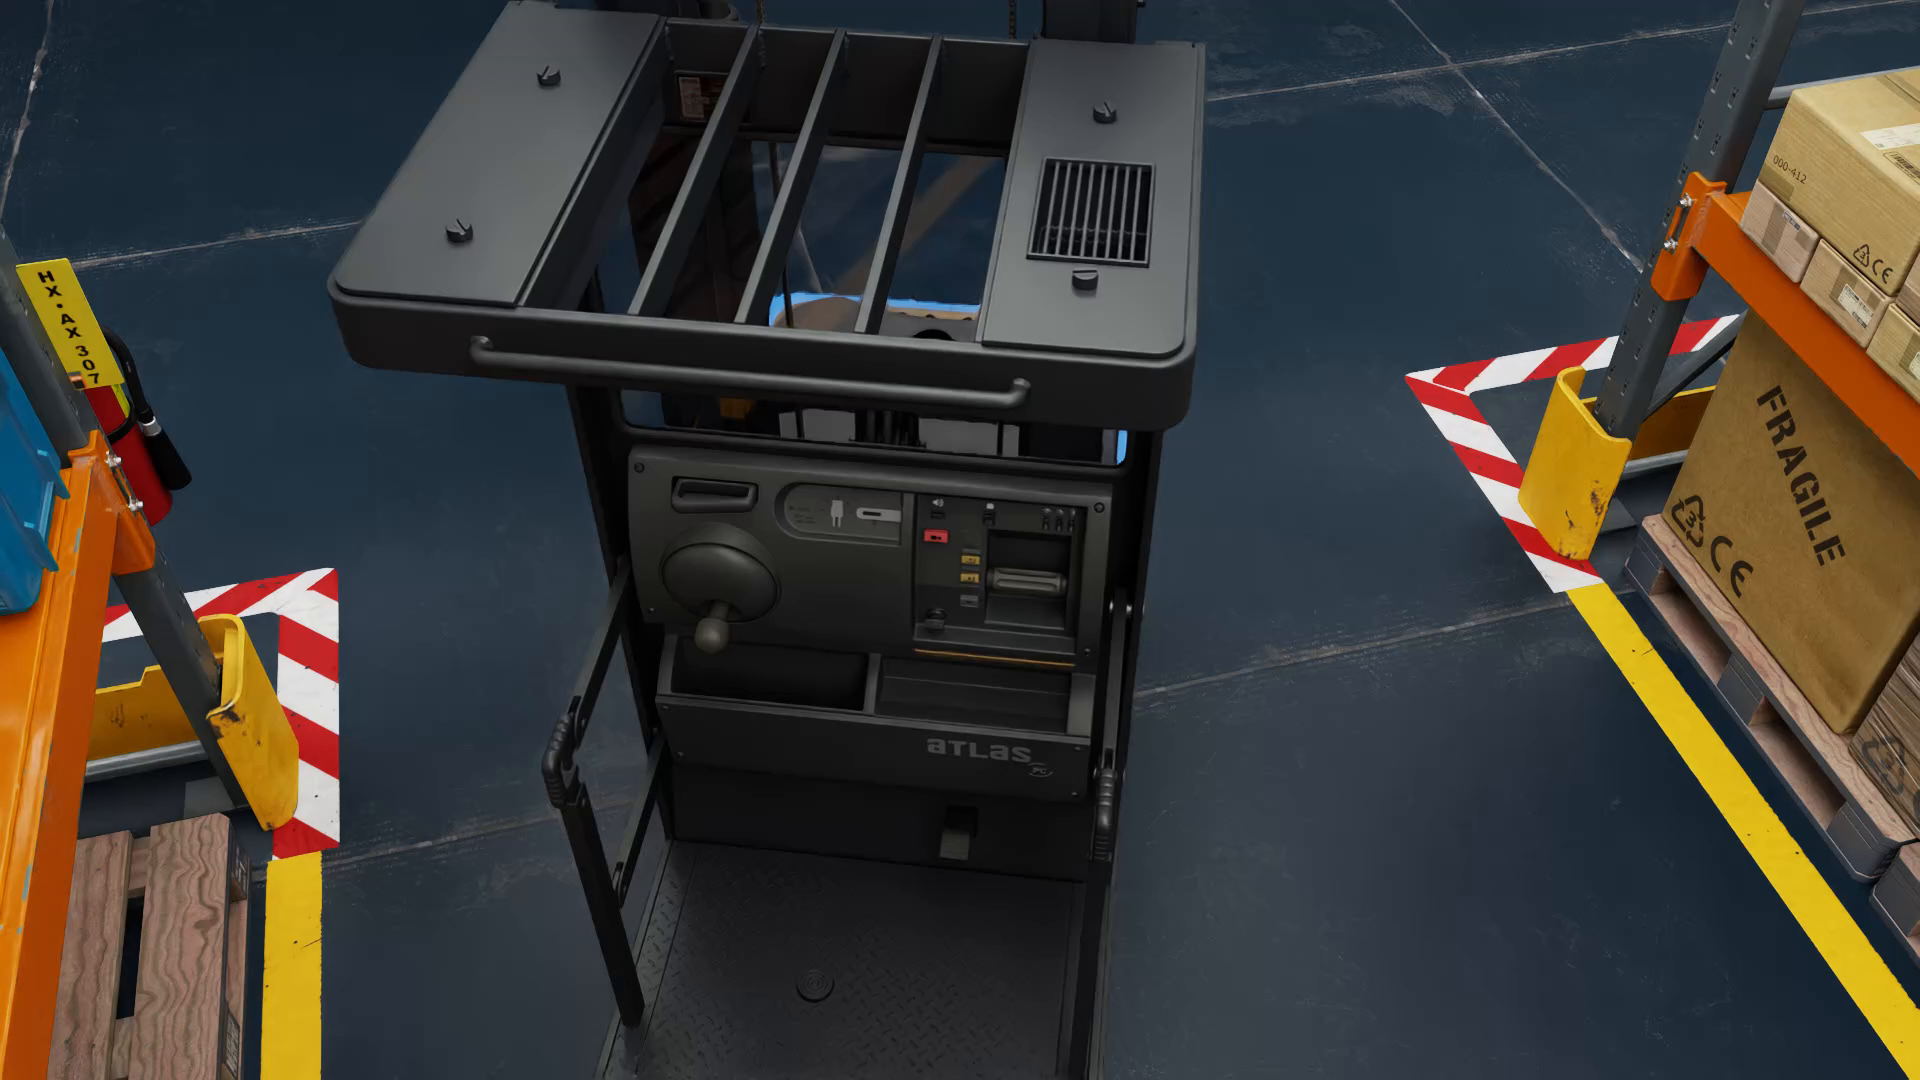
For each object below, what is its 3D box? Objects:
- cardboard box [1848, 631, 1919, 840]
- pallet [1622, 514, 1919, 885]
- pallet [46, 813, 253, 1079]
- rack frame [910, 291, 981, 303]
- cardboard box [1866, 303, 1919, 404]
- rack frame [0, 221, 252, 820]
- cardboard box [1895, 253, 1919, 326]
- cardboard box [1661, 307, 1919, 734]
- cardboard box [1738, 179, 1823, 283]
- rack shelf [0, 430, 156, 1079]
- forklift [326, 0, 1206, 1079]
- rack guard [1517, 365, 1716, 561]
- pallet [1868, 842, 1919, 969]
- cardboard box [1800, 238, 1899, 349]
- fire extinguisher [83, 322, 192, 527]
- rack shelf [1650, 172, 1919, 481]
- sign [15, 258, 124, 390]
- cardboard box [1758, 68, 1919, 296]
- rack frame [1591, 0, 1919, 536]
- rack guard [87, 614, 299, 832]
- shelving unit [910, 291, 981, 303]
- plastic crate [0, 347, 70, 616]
[{"bbox_3d":[2.879,0.469,3.884,0.875,0.875,0.875,-11,47,-10],"label":"cardboard box"},{"bbox_3d":[2.685,0.330,4.778,1.003,0.211,1.213,-11,47,-10],"label":"pallet"},{"bbox_3d":[-2.210,1.275,3.853,1.003,0.211,1.213,-11,47,-10],"label":"pallet"},{"bbox_3d":[-0.021,-0.397,5.009,0.240,0.900,0.006,-9,46,-8],"label":"rack frame"},{"bbox_3d":[2.309,-0.436,3.753,0.380,0.149,0.250,-12,47,-11],"label":"cardboard box"},{"bbox_3d":[-2.383,-0.278,3.422,1.000,3.000,0.127,-11,47,-10],"label":"rack frame"},{"bbox_3d":[2.406,-0.496,3.533,0.500,0.250,0.500,-11,47,-11],"label":"cardboard box"},{"bbox_3d":[2.646,-0.159,4.500,0.875,0.875,0.875,-11,47,-10],"label":"cardboard box"},{"bbox_3d":[2.176,-0.790,4.100,0.380,0.149,0.250,-10,46,-10],"label":"cardboard box"},{"bbox_3d":[-1.871,1.355,2.326,1.077,0.370,4.000,-11,47,-10],"label":"rack shelf"},{"bbox_3d":[-0.204,0.141,3.059,1.130,2.935,3.031,5,46,5],"label":"forklift"},{"bbox_3d":[2.398,-0.325,5.218,1.175,0.500,0.348,-11,47,-10],"label":"rack guard"},{"bbox_3d":[2.994,1.171,3.954,1.003,0.211,1.213,-11,47,-10],"label":"pallet"},{"bbox_3d":[2.244,-0.613,3.926,0.380,0.149,0.250,-11,47,-11],"label":"cardboard box"},{"bbox_3d":[-1.983,-0.307,3.766,0.296,0.674,0.183,-11,47,-10],"label":"fire extinguisher"},{"bbox_3d":[2.917,0.449,3.213,1.077,0.370,4.000,-11,47,-10],"label":"rack shelf"},{"bbox_3d":[-1.856,-0.447,3.473,0.100,0.325,0.005,-11,47,-10],"label":"sign"},{"bbox_3d":[2.266,-0.854,3.884,0.500,0.250,0.500,-12,47,-11],"label":"cardboard box"},{"bbox_3d":[2.405,-1.183,4.309,1.000,3.000,0.127,-11,47,-10],"label":"rack frame"},{"bbox_3d":[-2.402,0.583,4.329,1.175,0.500,0.348,-11,47,-10],"label":"rack guard"},{"bbox_3d":[0.000,-0.326,4.939,0.258,0.900,0.210,-9,46,-8],"label":"shelving unit"},{"bbox_3d":[-2.117,-0.114,3.195,0.616,0.435,0.499,-11,47,-10],"label":"plastic crate"}]
